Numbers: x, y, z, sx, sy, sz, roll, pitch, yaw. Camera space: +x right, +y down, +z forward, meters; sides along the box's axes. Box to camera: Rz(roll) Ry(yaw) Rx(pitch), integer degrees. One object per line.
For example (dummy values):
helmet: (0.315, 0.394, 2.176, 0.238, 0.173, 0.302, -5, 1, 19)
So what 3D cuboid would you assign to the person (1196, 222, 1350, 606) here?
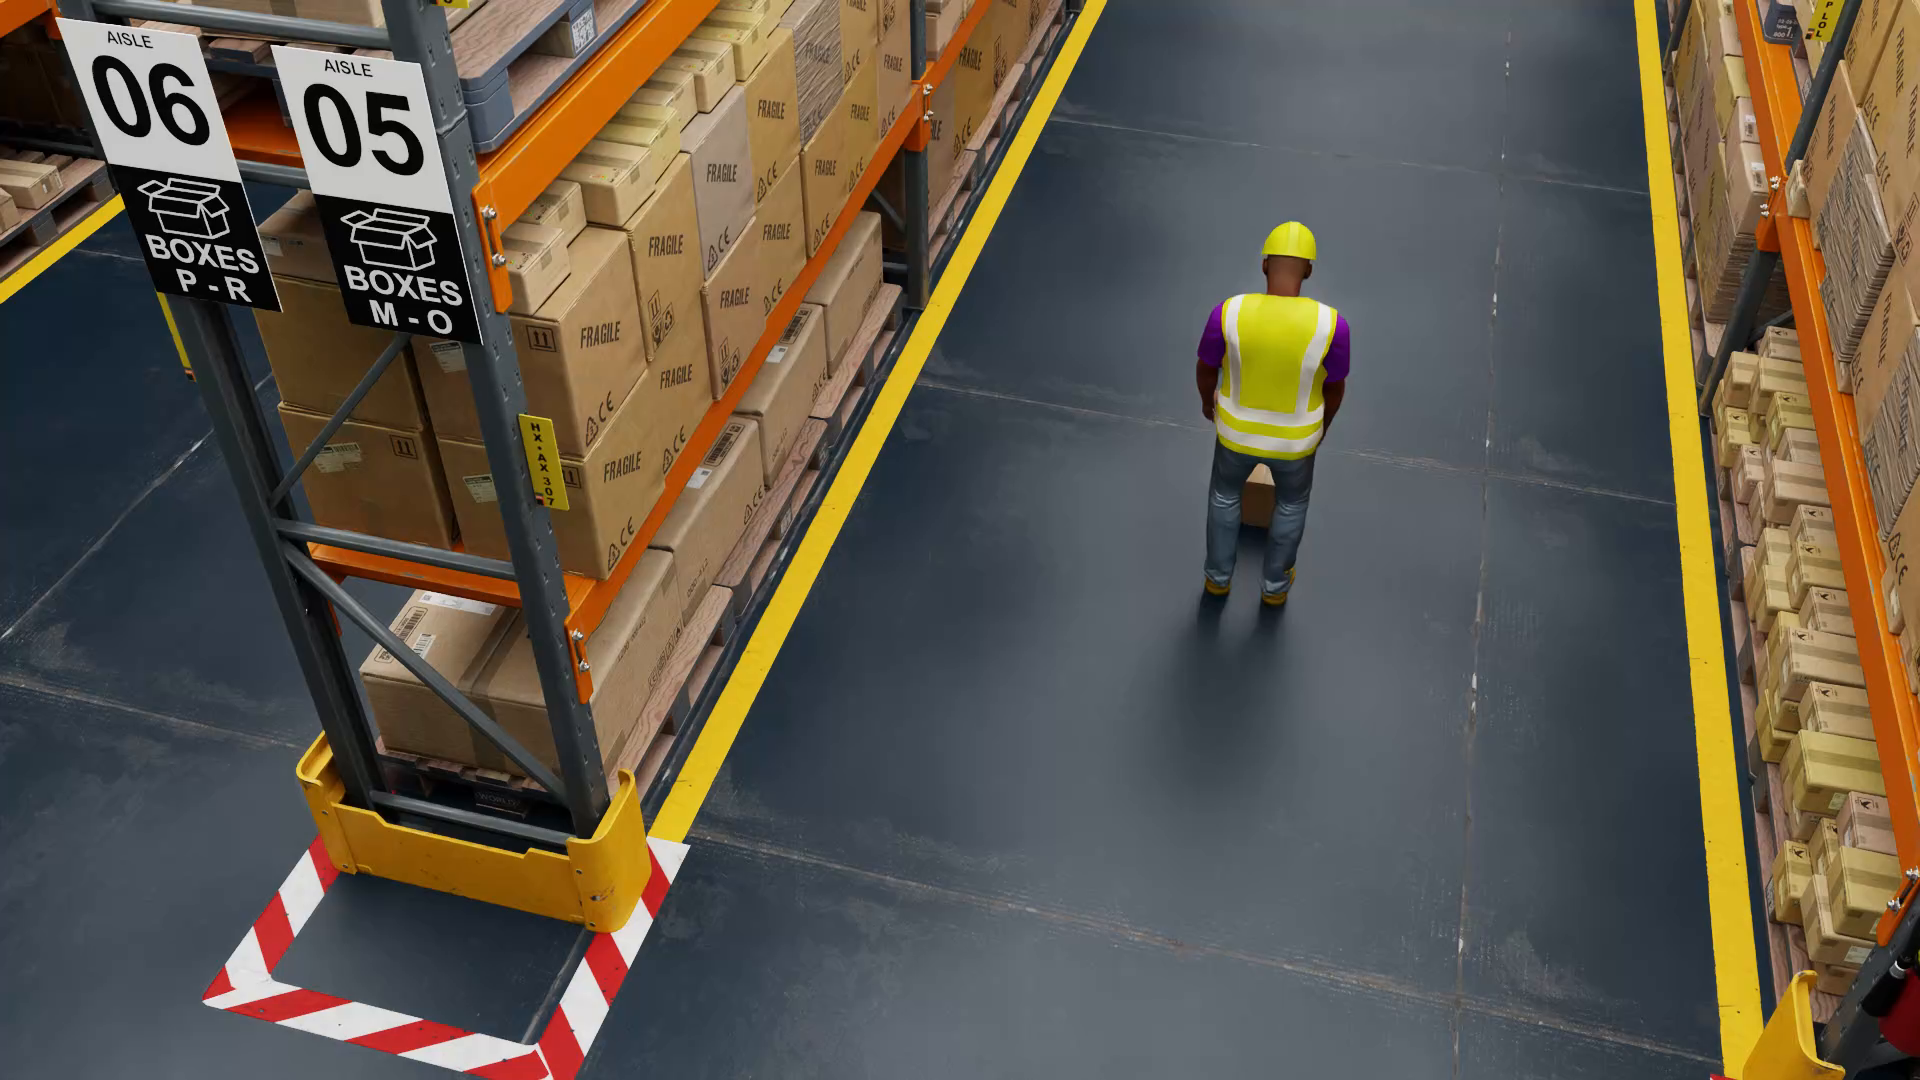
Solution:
person: (1.230, -0.477, 6.732, 0.591, 1.717, 0.453, 11, 42, 12)
